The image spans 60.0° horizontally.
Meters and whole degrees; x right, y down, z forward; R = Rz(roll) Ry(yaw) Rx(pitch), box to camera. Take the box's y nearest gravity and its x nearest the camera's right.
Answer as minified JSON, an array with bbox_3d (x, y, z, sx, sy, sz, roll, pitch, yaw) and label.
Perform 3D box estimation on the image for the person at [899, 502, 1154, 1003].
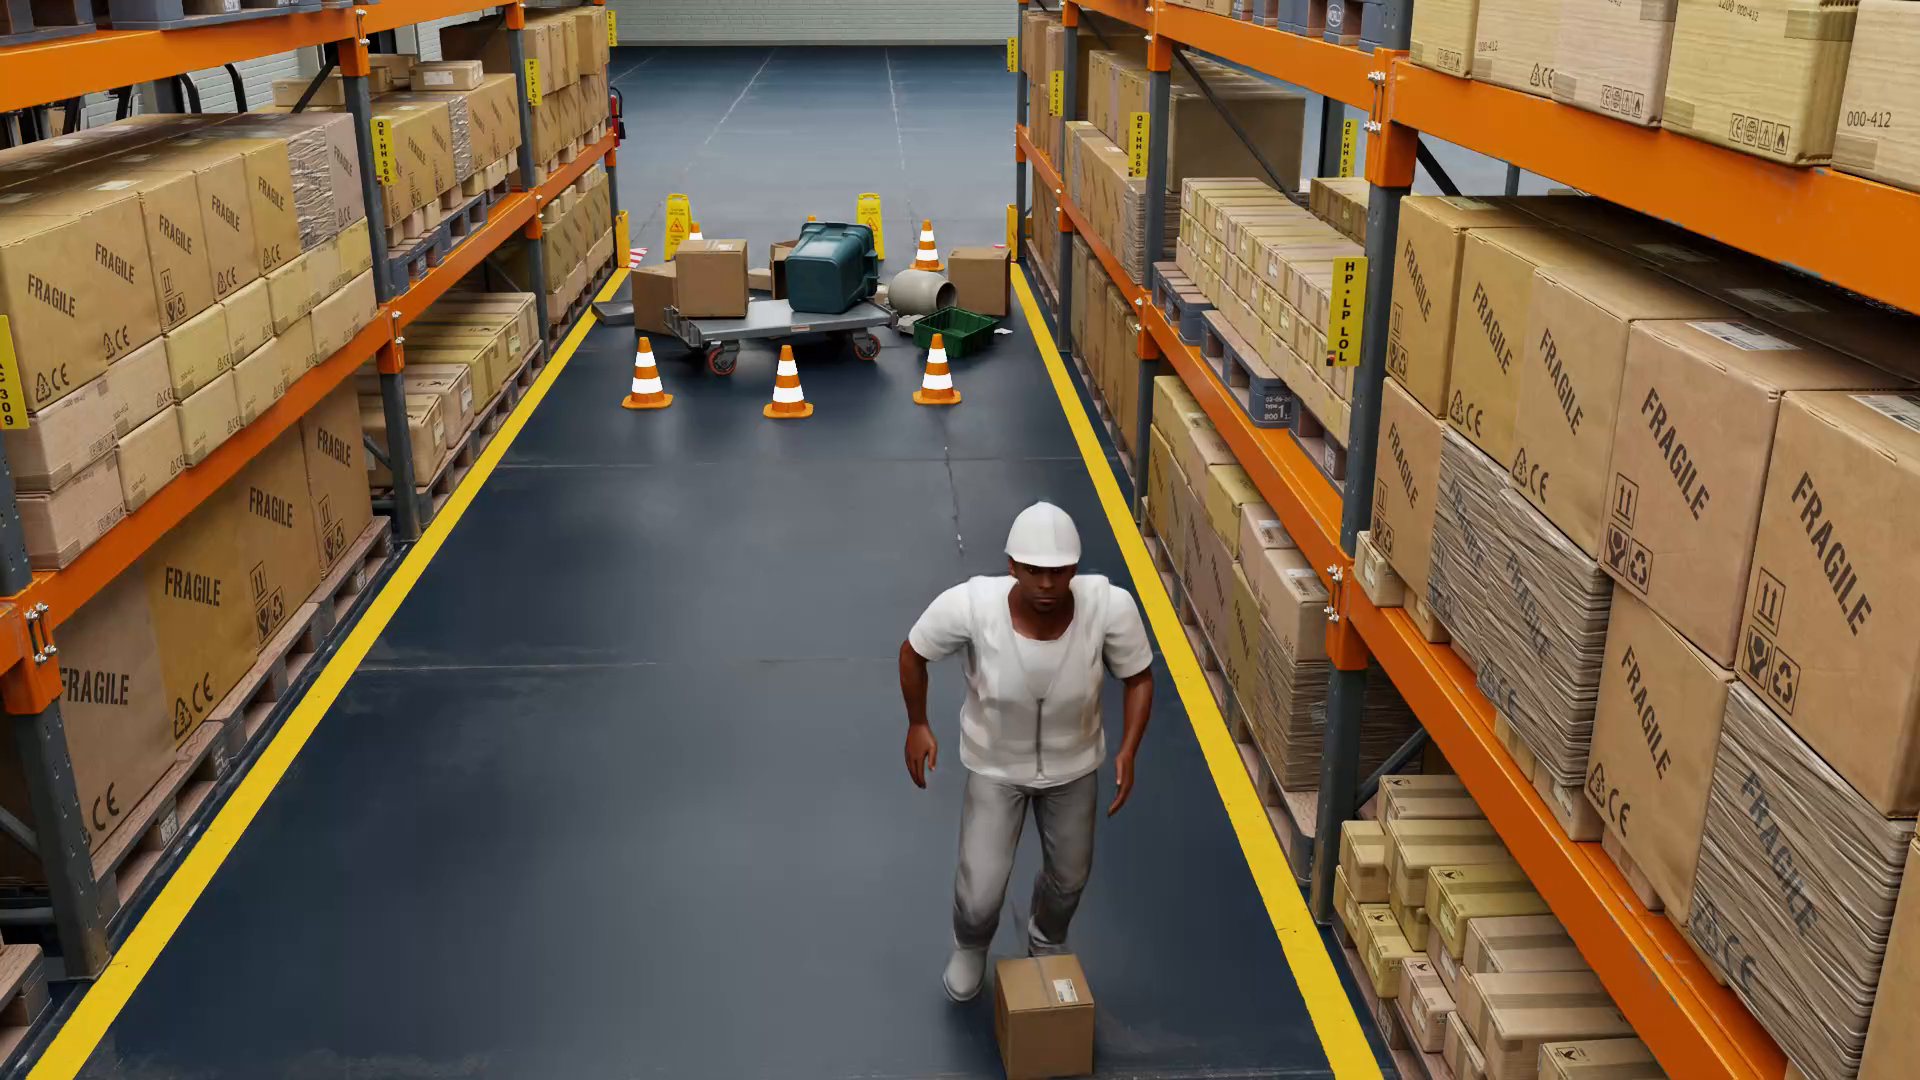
[{"bbox_3d":[0.196,0.650,4.890,0.726,1.687,0.670,-3,20,-7],"label":"person"}]
